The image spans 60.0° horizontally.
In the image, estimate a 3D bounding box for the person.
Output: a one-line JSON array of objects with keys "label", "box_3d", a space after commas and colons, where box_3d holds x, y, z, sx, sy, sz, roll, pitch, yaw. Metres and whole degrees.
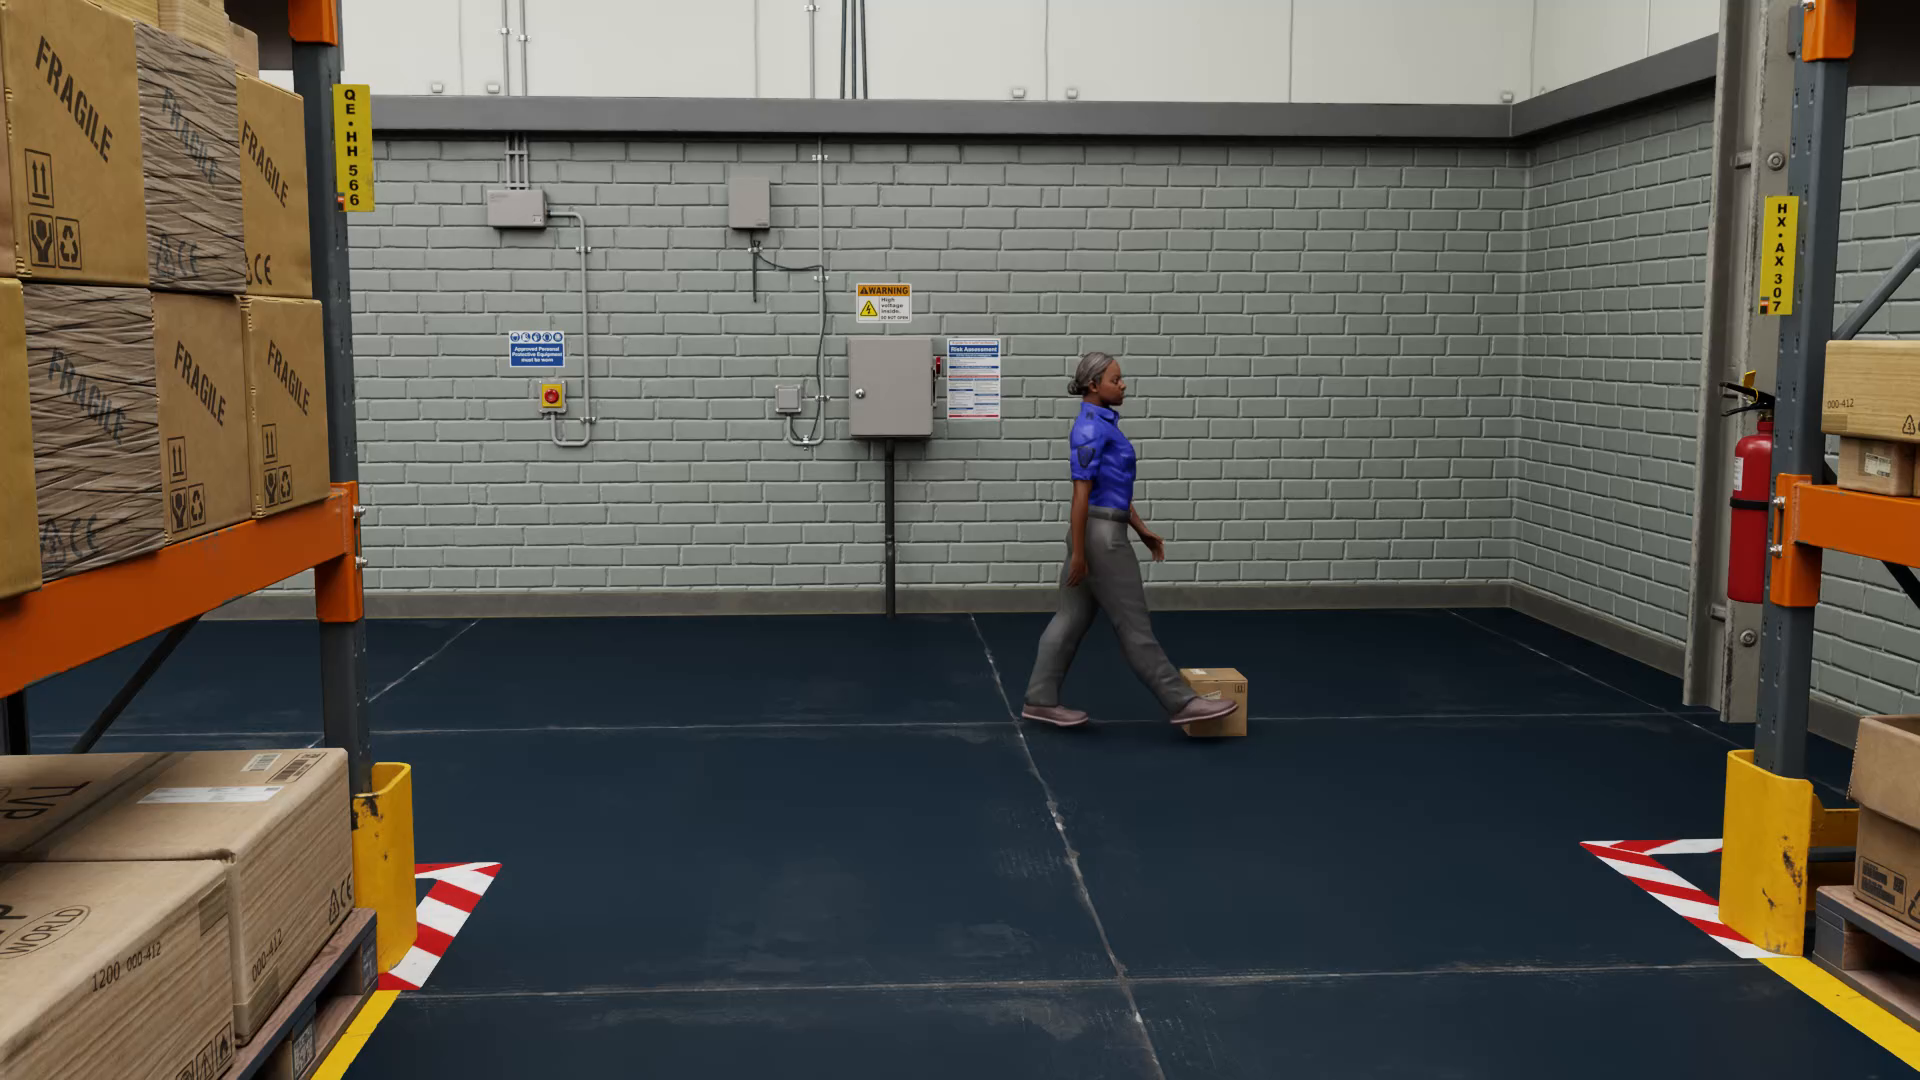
[{"label": "person", "box_3d": [0.725, 0.006, 7.140, 0.920, 1.618, 0.451, 0, 7, 2]}]
